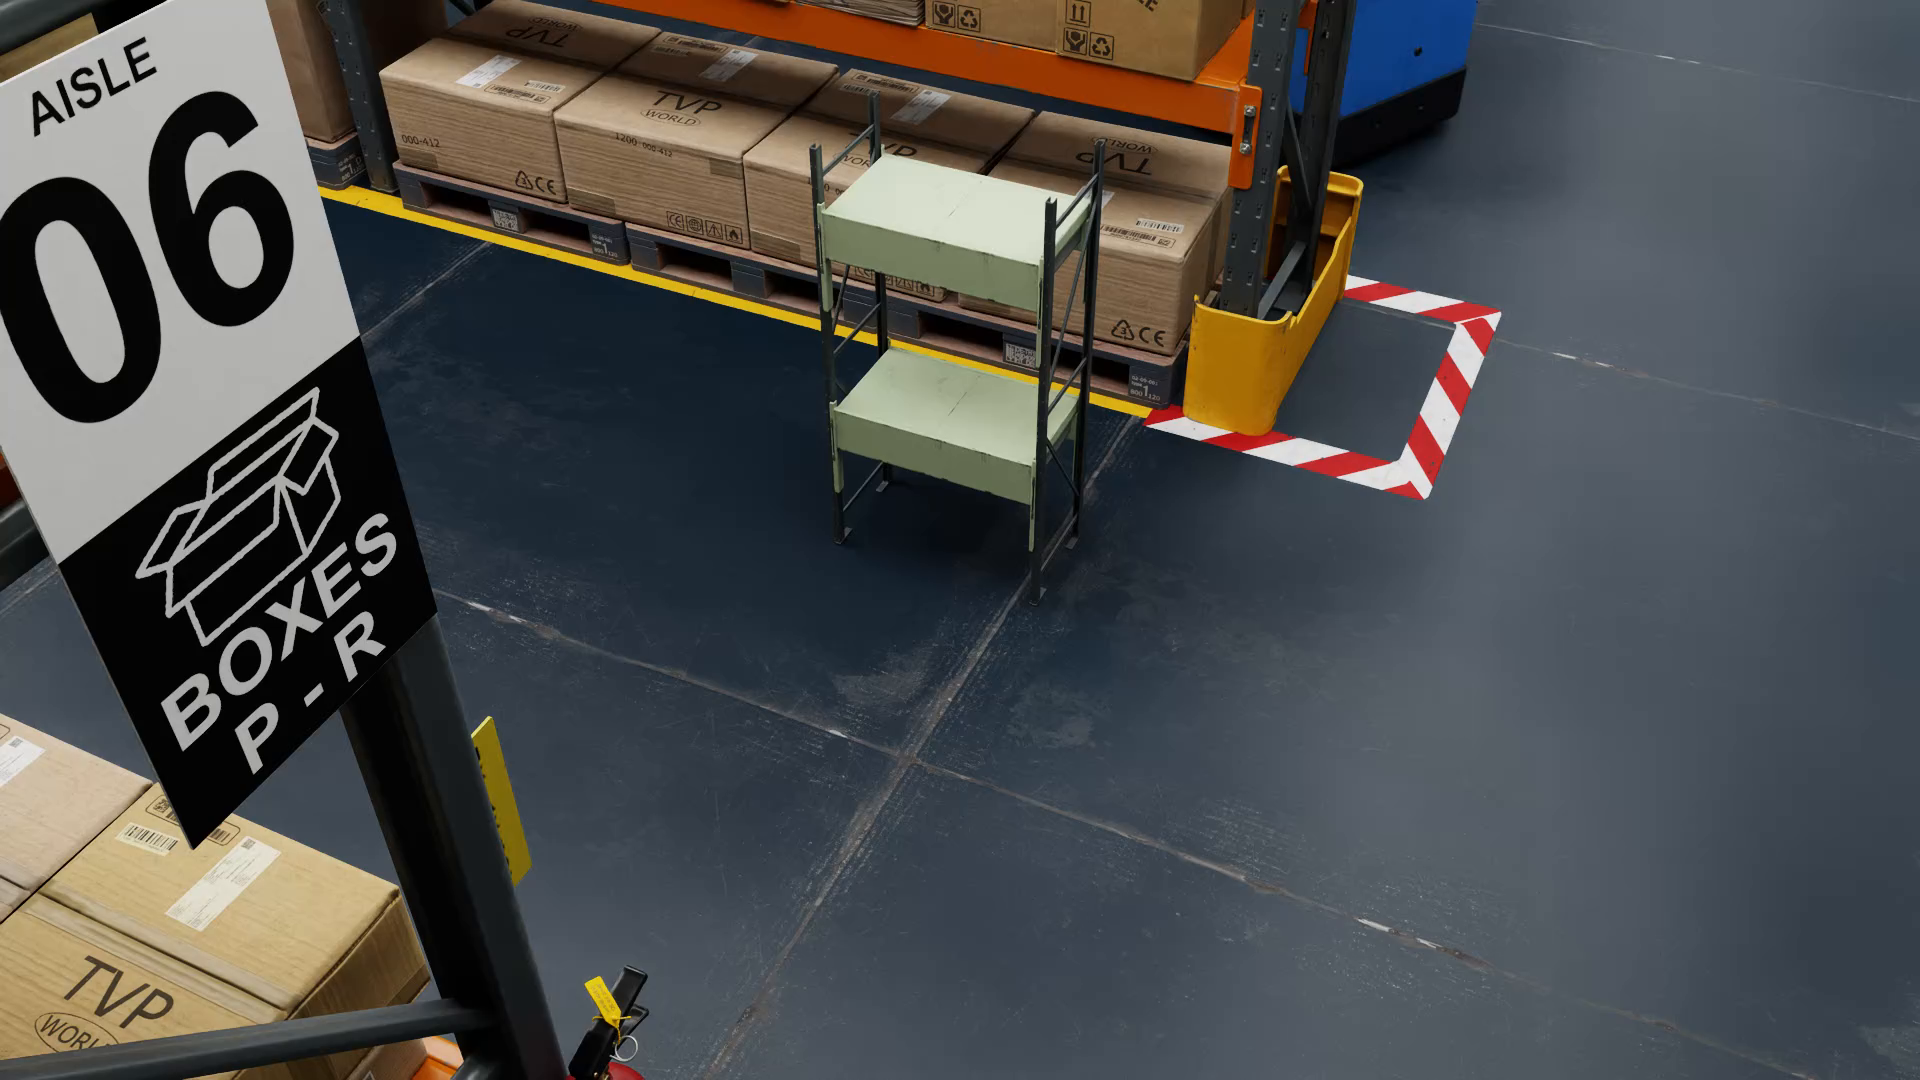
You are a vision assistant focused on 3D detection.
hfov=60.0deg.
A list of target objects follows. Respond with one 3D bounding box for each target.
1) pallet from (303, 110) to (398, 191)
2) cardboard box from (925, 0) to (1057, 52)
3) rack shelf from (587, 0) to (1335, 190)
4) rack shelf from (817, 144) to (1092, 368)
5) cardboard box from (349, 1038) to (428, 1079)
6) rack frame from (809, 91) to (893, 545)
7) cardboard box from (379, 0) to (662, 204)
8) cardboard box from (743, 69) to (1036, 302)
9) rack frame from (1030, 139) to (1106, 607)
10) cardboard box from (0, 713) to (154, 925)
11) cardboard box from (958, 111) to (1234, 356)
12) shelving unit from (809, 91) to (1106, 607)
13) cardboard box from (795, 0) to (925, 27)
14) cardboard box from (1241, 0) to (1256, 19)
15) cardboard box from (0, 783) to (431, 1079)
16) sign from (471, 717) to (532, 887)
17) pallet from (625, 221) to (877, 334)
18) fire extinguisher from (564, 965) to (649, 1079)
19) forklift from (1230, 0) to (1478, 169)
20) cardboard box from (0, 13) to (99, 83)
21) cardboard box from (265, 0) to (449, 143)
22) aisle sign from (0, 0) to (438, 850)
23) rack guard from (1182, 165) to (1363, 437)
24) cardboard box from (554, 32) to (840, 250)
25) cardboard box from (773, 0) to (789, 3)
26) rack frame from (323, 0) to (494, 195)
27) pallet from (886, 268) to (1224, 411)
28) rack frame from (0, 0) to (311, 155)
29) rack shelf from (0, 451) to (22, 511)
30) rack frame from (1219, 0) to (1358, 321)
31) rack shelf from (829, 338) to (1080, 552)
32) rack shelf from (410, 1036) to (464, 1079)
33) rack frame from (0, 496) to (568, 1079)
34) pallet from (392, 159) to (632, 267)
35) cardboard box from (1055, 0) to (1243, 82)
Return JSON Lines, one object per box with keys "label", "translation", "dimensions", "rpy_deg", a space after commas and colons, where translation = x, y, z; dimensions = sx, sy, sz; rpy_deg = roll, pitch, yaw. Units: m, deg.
{"label": "pallet", "translation": [-3.153, -2.128, 8.044], "dimensions": [1.213, 0.211, 1.003], "rpy_deg": [17, 44, 19]}
{"label": "cardboard box", "translation": [0.206, -2.068, 5.769], "dimensions": [0.500, 0.500, 0.500], "rpy_deg": [16, 43, 18]}
{"label": "rack shelf", "translation": [-0.609, -2.187, 6.533], "dimensions": [4.000, 0.370, 1.077], "rpy_deg": [17, 44, 19]}
{"label": "rack shelf", "translation": [-0.006, -0.863, 5.005], "dimensions": [0.720, 0.370, 0.431], "rpy_deg": [17, 44, 19]}
{"label": "cardboard box", "translation": [-1.074, 0.883, 2.633], "dimensions": [0.250, 0.149, 0.380], "rpy_deg": [17, 44, 18]}
{"label": "rack frame", "translation": [-0.338, -0.670, 5.378], "dimensions": [0.023, 1.500, 0.400], "rpy_deg": [17, 44, 19]}
{"label": "cardboard box", "translation": [-1.898, -1.966, 7.364], "dimensions": [0.875, 0.438, 0.875], "rpy_deg": [16, 44, 18]}
{"label": "cardboard box", "translation": [-0.270, -1.468, 6.789], "dimensions": [0.875, 0.438, 0.875], "rpy_deg": [18, 44, 20]}
{"label": "rack frame", "translation": [0.326, -0.467, 5.144], "dimensions": [0.023, 1.500, 0.400], "rpy_deg": [17, 44, 19]}
{"label": "cardboard box", "translation": [-1.646, 0.561, 2.700], "dimensions": [0.500, 0.250, 0.500], "rpy_deg": [17, 44, 19]}
{"label": "cardboard box", "translation": [0.563, -1.219, 6.502], "dimensions": [0.875, 0.438, 0.875], "rpy_deg": [16, 43, 17]}
{"label": "shelving unit", "translation": [-0.006, -0.569, 5.261], "dimensions": [0.755, 1.500, 0.431], "rpy_deg": [17, 44, 19]}
{"label": "cardboard box", "translation": [-0.264, -2.204, 5.926], "dimensions": [0.500, 0.500, 0.500], "rpy_deg": [18, 44, 20]}
{"label": "cardboard box", "translation": [0.890, -2.246, 5.975], "dimensions": [0.500, 0.500, 0.500], "rpy_deg": [17, 44, 18]}
{"label": "cardboard box", "translation": [-1.189, 0.701, 2.539], "dimensions": [0.500, 0.250, 0.500], "rpy_deg": [17, 44, 19]}
{"label": "sign", "translation": [-0.663, 0.393, 2.346], "dimensions": [0.005, 0.325, 0.100], "rpy_deg": [17, 44, 19]}
{"label": "pallet", "translation": [-0.656, -1.365, 7.164], "dimensions": [1.213, 0.211, 1.003], "rpy_deg": [17, 44, 19]}
{"label": "fire extinguisher", "translation": [-0.563, 0.978, 2.675], "dimensions": [0.183, 0.674, 0.296], "rpy_deg": [17, 44, 19]}
{"label": "forklift", "translation": [1.112, -3.706, 7.787], "dimensions": [1.130, 2.935, 3.031], "rpy_deg": [-27, 48, -28]}
{"label": "cardboard box", "translation": [-1.178, -0.432, 1.556], "dimensions": [0.500, 0.250, 0.500], "rpy_deg": [17, 44, 18]}
{"label": "cardboard box", "translation": [-3.017, -2.493, 7.638], "dimensions": [0.875, 0.875, 0.875], "rpy_deg": [18, 44, 20]}
{"label": "aisle sign", "translation": [-0.706, -0.096, 1.586], "dimensions": [0.004, 0.787, 0.394], "rpy_deg": [17, 44, 19]}
{"label": "rack guard", "translation": [1.225, -0.954, 6.469], "dimensions": [0.348, 0.500, 1.175], "rpy_deg": [17, 44, 19]}
{"label": "cardboard box", "translation": [-1.086, -1.718, 7.078], "dimensions": [0.875, 0.438, 0.875], "rpy_deg": [16, 43, 17]}
{"label": "cardboard box", "translation": [-0.738, -2.339, 6.083], "dimensions": [0.500, 0.500, 0.500], "rpy_deg": [18, 44, 20]}
{"label": "rack frame", "translation": [-2.421, -3.013, 6.936], "dimensions": [0.127, 3.000, 1.000], "rpy_deg": [17, 44, 19]}
{"label": "pallet", "translation": [0.446, -1.027, 6.773], "dimensions": [1.213, 0.211, 1.003], "rpy_deg": [17, 44, 19]}
{"label": "rack frame", "translation": [-0.892, -1.225, 0.293], "dimensions": [0.127, 3.000, 1.000], "rpy_deg": [17, 44, 19]}
{"label": "rack shelf", "translation": [-2.704, -0.374, 2.150], "dimensions": [4.000, 0.370, 1.077], "rpy_deg": [17, 44, 19]}
{"label": "rack frame", "translation": [1.203, -1.905, 5.658], "dimensions": [0.127, 3.000, 1.000], "rpy_deg": [17, 44, 19]}
{"label": "rack shelf", "translation": [-0.006, -0.322, 5.474], "dimensions": [0.720, 0.370, 0.431], "rpy_deg": [17, 44, 19]}
{"label": "rack shelf", "translation": [-2.704, 0.760, 3.132], "dimensions": [4.000, 0.370, 1.077], "rpy_deg": [17, 44, 19]}
{"label": "rack frame", "translation": [-0.892, 1.042, 2.258], "dimensions": [0.127, 3.000, 1.000], "rpy_deg": [17, 44, 19]}
{"label": "pallet", "translation": [-1.765, -1.702, 7.553], "dimensions": [1.213, 0.211, 1.003], "rpy_deg": [17, 44, 19]}
{"label": "cardboard box", "translation": [0.654, -1.920, 5.598], "dimensions": [0.500, 0.500, 0.500], "rpy_deg": [17, 44, 19]}
